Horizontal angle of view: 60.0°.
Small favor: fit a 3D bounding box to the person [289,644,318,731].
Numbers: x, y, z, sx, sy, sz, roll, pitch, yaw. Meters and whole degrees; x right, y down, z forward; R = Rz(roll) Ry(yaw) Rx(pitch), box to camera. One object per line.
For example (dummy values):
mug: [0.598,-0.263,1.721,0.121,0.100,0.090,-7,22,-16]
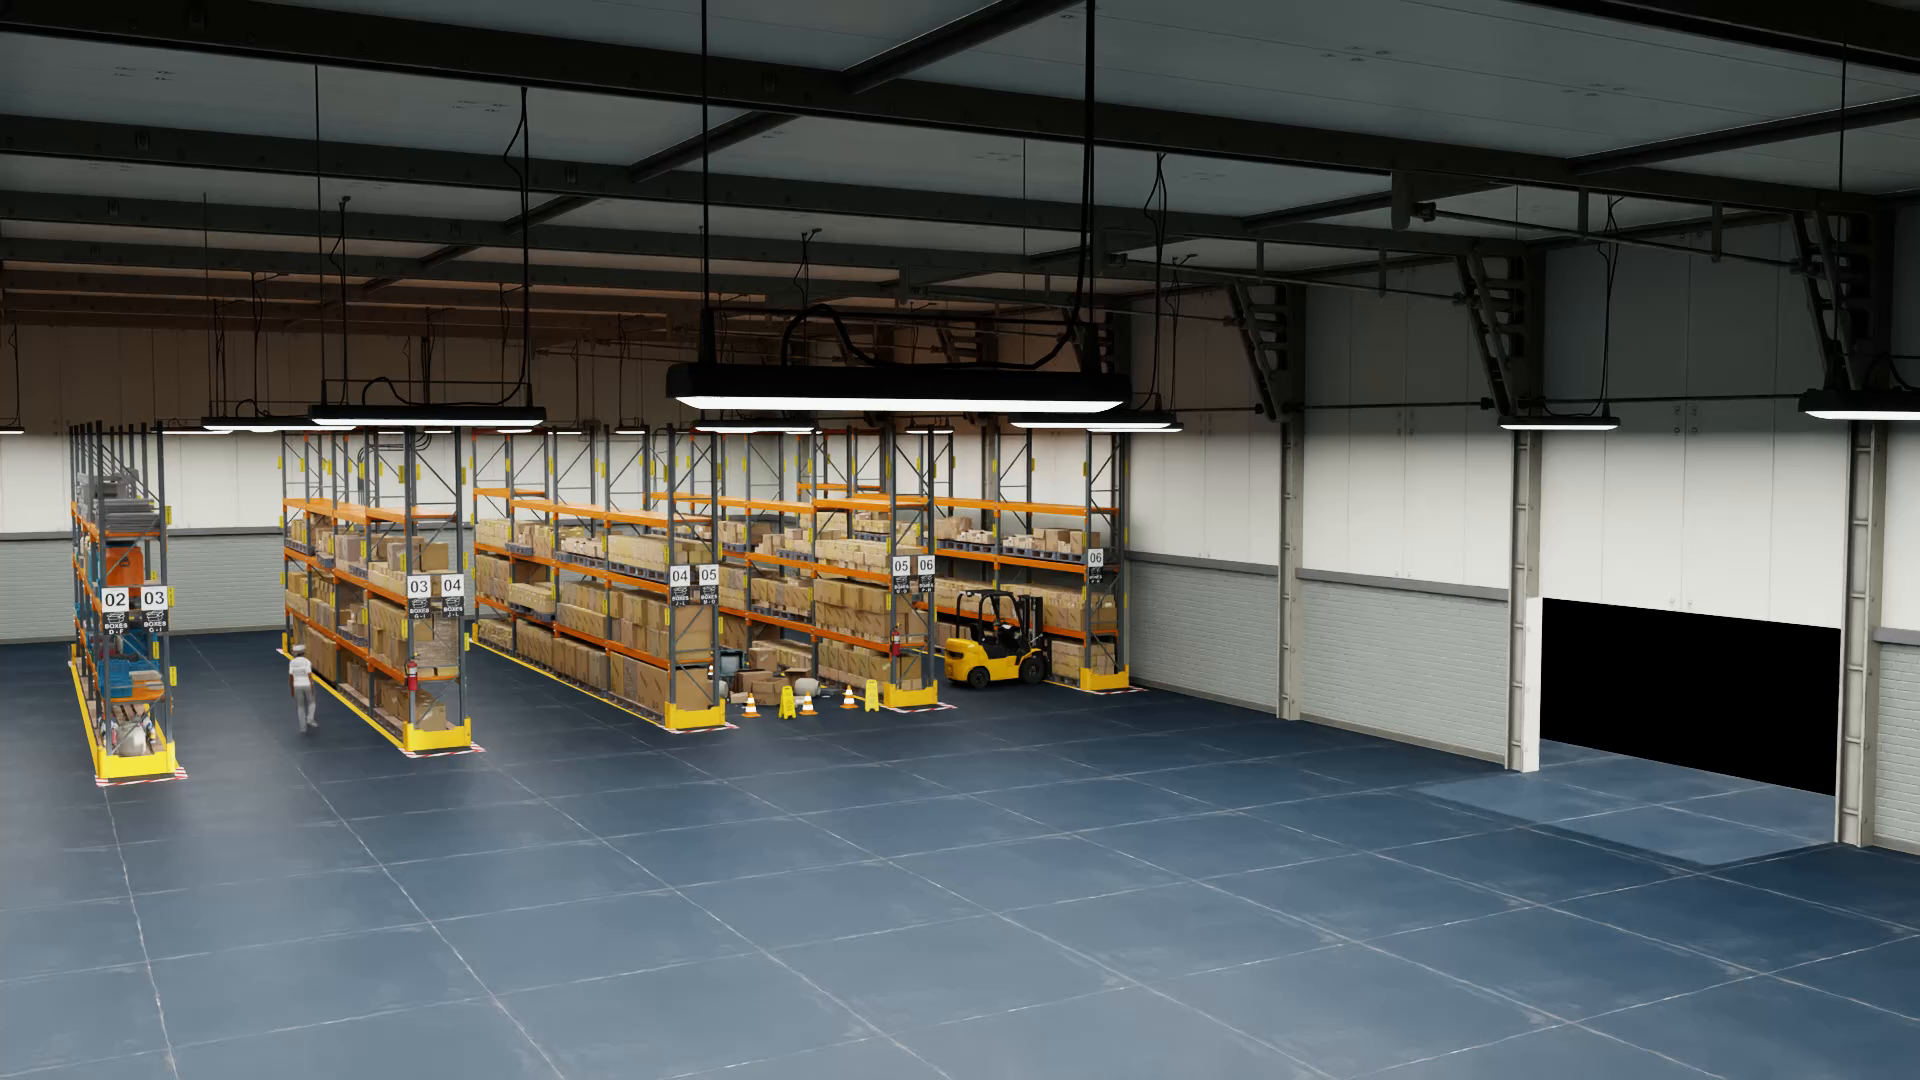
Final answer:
person: [-12.777,2.880,32.370,0.505,1.672,0.487,-1,4,-21]
